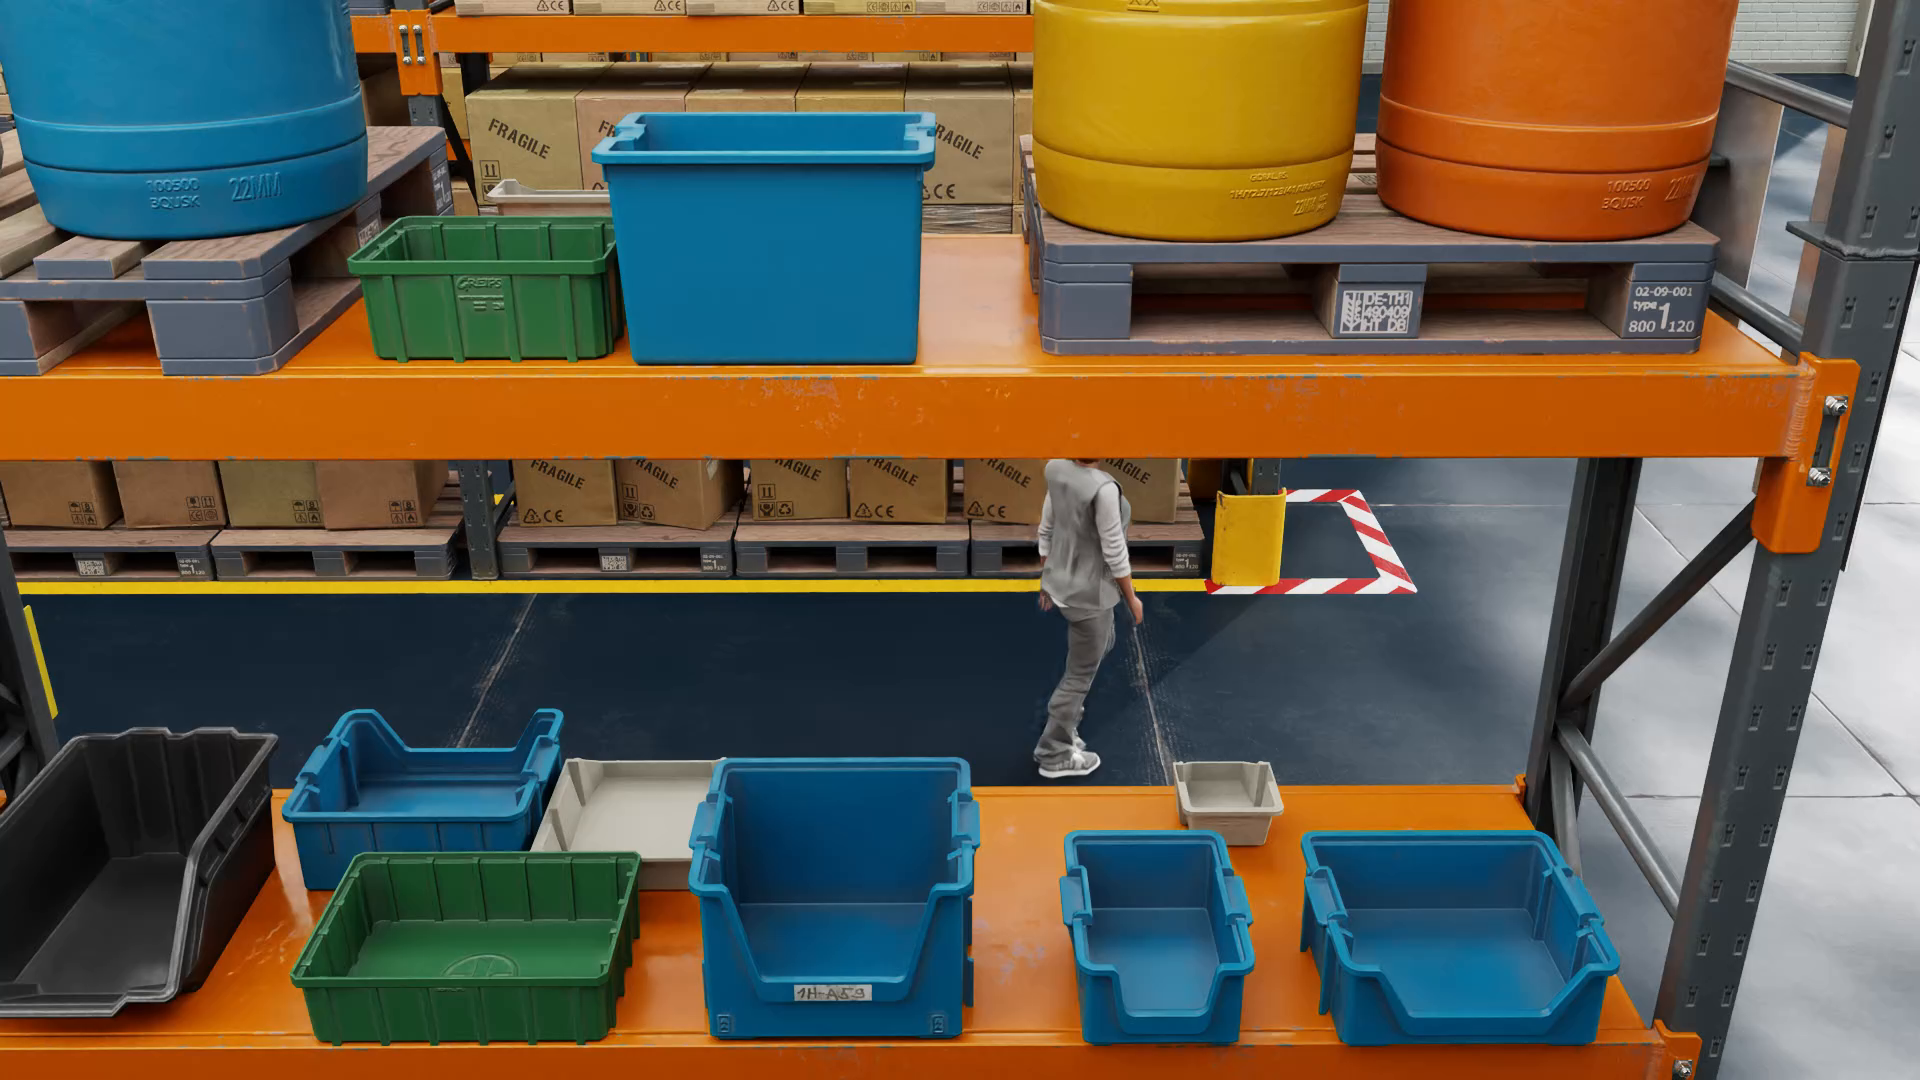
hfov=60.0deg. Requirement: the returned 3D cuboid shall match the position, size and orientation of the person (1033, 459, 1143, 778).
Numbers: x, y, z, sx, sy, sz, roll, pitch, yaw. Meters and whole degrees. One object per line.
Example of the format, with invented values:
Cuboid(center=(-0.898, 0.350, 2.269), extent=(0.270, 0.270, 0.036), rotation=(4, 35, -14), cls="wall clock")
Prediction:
Cuboid(center=(0.508, 0.224, 6.597), extent=(0.425, 1.622, 0.422), rotation=(-12, 27, -25), cls="person")
